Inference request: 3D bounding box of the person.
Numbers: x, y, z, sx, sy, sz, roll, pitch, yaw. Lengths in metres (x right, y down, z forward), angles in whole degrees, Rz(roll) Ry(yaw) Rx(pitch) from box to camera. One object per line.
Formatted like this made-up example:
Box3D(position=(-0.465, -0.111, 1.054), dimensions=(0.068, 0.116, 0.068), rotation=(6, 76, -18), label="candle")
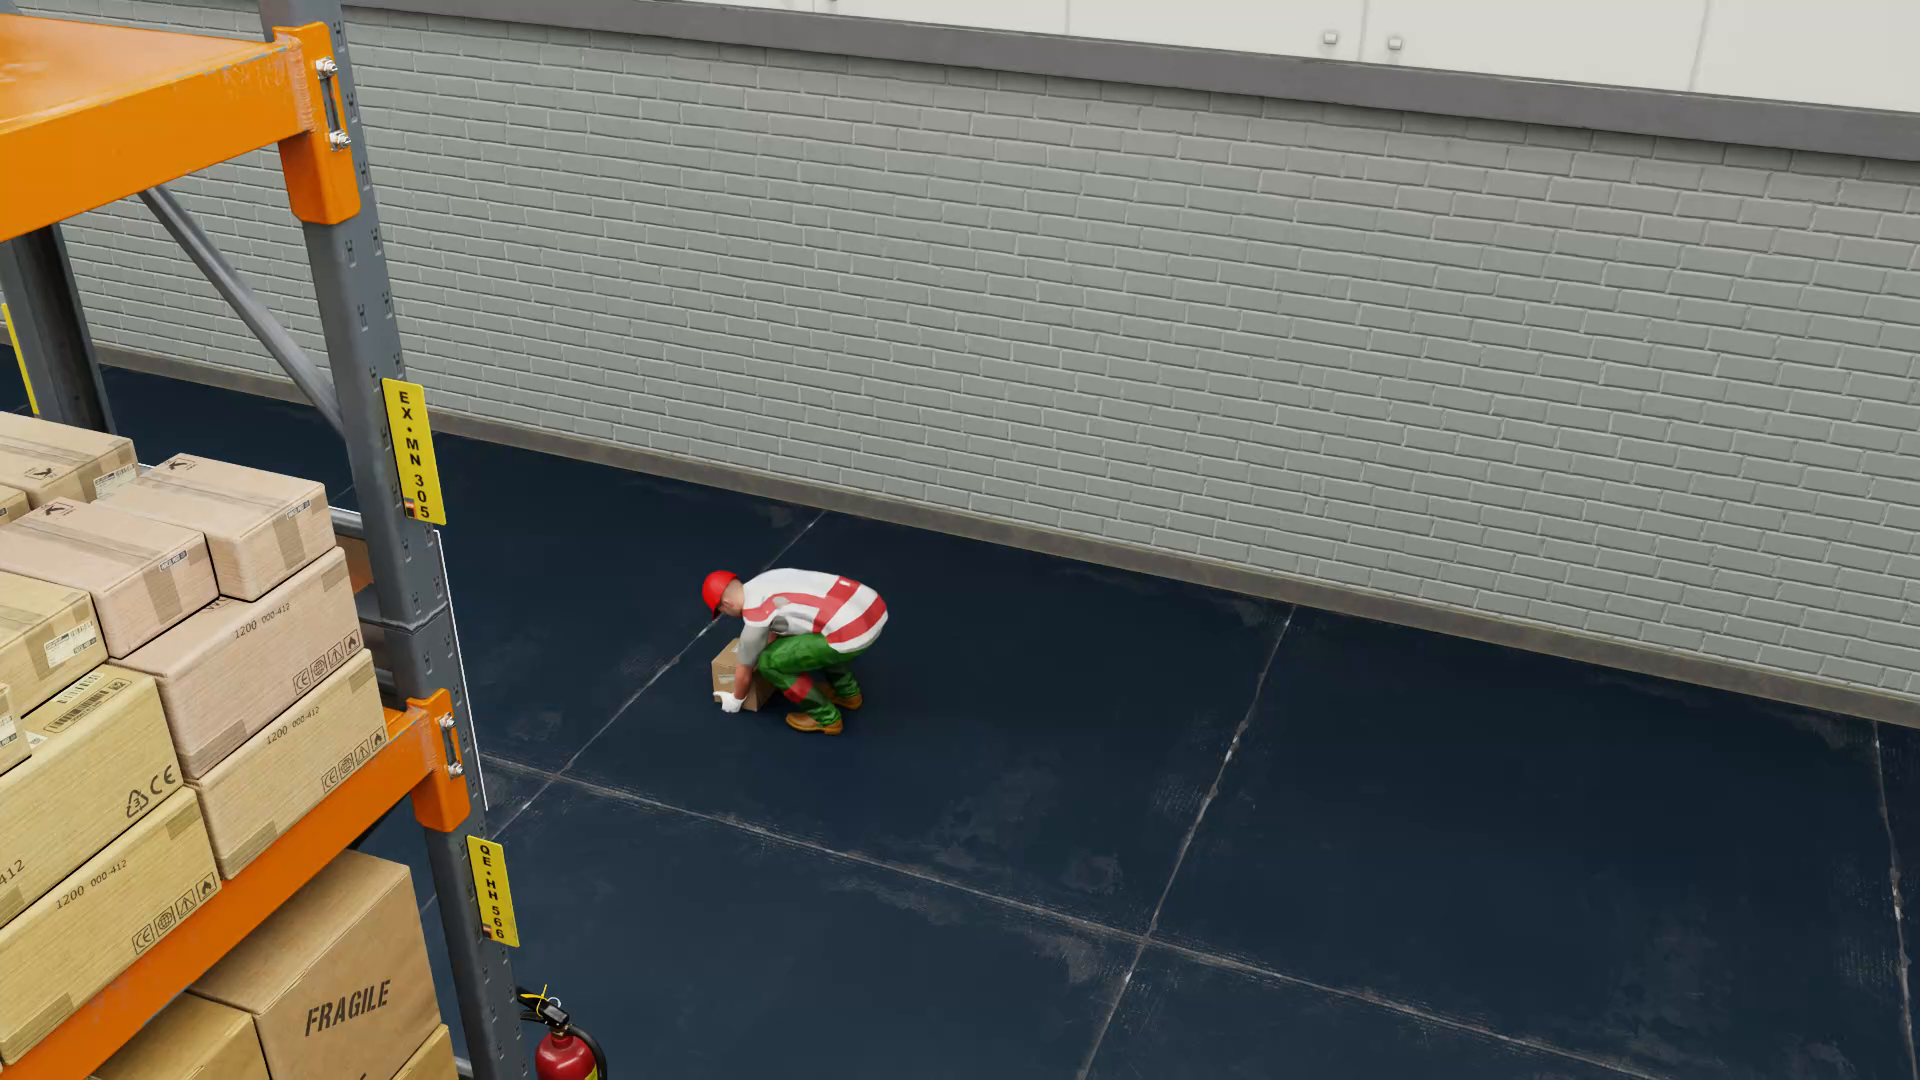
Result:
Box3D(position=(-0.846, 0.536, 8.464), dimensions=(0.965, 0.820, 0.526), rotation=(10, 31, 18), label="person")
